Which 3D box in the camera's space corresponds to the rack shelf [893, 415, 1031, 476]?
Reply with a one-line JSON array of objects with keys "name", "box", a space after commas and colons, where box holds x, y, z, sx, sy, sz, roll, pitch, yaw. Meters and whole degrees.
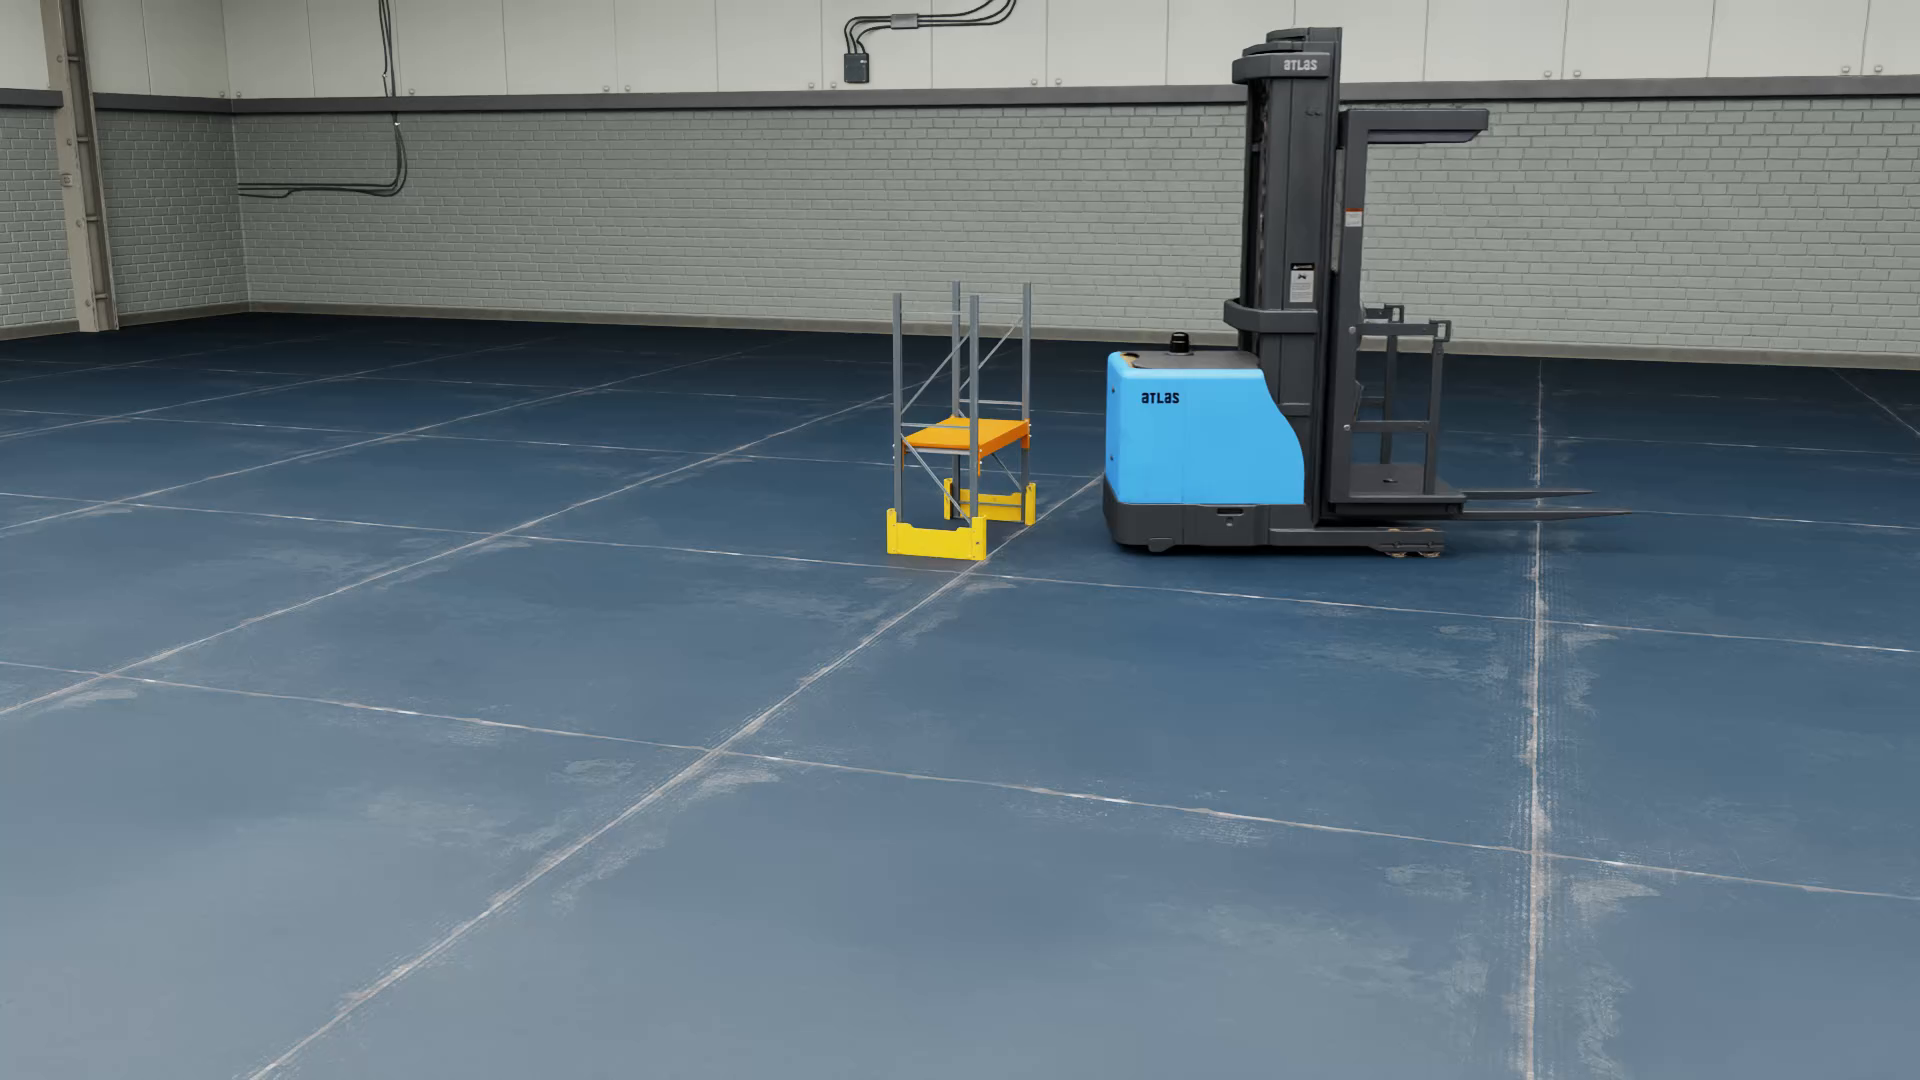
[{"name": "rack shelf", "box": [0.028, -0.574, 9.940, 0.538, 0.185, 1.000, 4, 14, 18]}]

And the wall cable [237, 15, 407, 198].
[{"name": "wall cable", "box": [-9.354, -6.214, 23.967, 3.097, 2.526, 0.112, 4, 14, 18]}]

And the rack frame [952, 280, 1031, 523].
[{"name": "rack frame", "box": [0.192, -0.856, 10.369, 0.500, 1.500, 0.032, 4, 14, 18]}]

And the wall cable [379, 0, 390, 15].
[{"name": "wall cable", "box": [-6.794, -8.481, 22.551, 3.097, 2.526, 0.112, 4, 14, 18]}]

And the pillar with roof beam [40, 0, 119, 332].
[{"name": "pillar with roof beam", "box": [-7.485, -6.892, 19.963, 9.100, 9.000, 0.400, 4, 14, 18]}]

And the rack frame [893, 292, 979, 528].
[{"name": "rack frame", "box": [-0.137, -0.642, 9.431, 0.500, 1.500, 0.032, 4, 14, 18]}]

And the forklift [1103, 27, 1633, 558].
[{"name": "forklift", "box": [2.413, -1.447, 9.740, 3.031, 2.935, 1.130, 0, 13, 0]}]

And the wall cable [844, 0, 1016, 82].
[{"name": "wall cable", "box": [-0.377, -8.699, 20.234, 2.305, 6.003, 0.169, 4, 14, 18]}]

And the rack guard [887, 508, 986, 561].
[{"name": "rack guard", "box": [-0.136, -0.033, 9.571, 0.587, 0.250, 0.087, 4, 14, 18]}]

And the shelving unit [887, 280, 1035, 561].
[{"name": "shelving unit", "box": [0.025, -0.747, 9.891, 0.587, 1.500, 1.083, 4, 14, 18]}]

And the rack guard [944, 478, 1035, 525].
[{"name": "rack guard", "box": [0.186, -0.243, 10.490, 0.587, 0.250, 0.087, 4, 14, 18]}]
